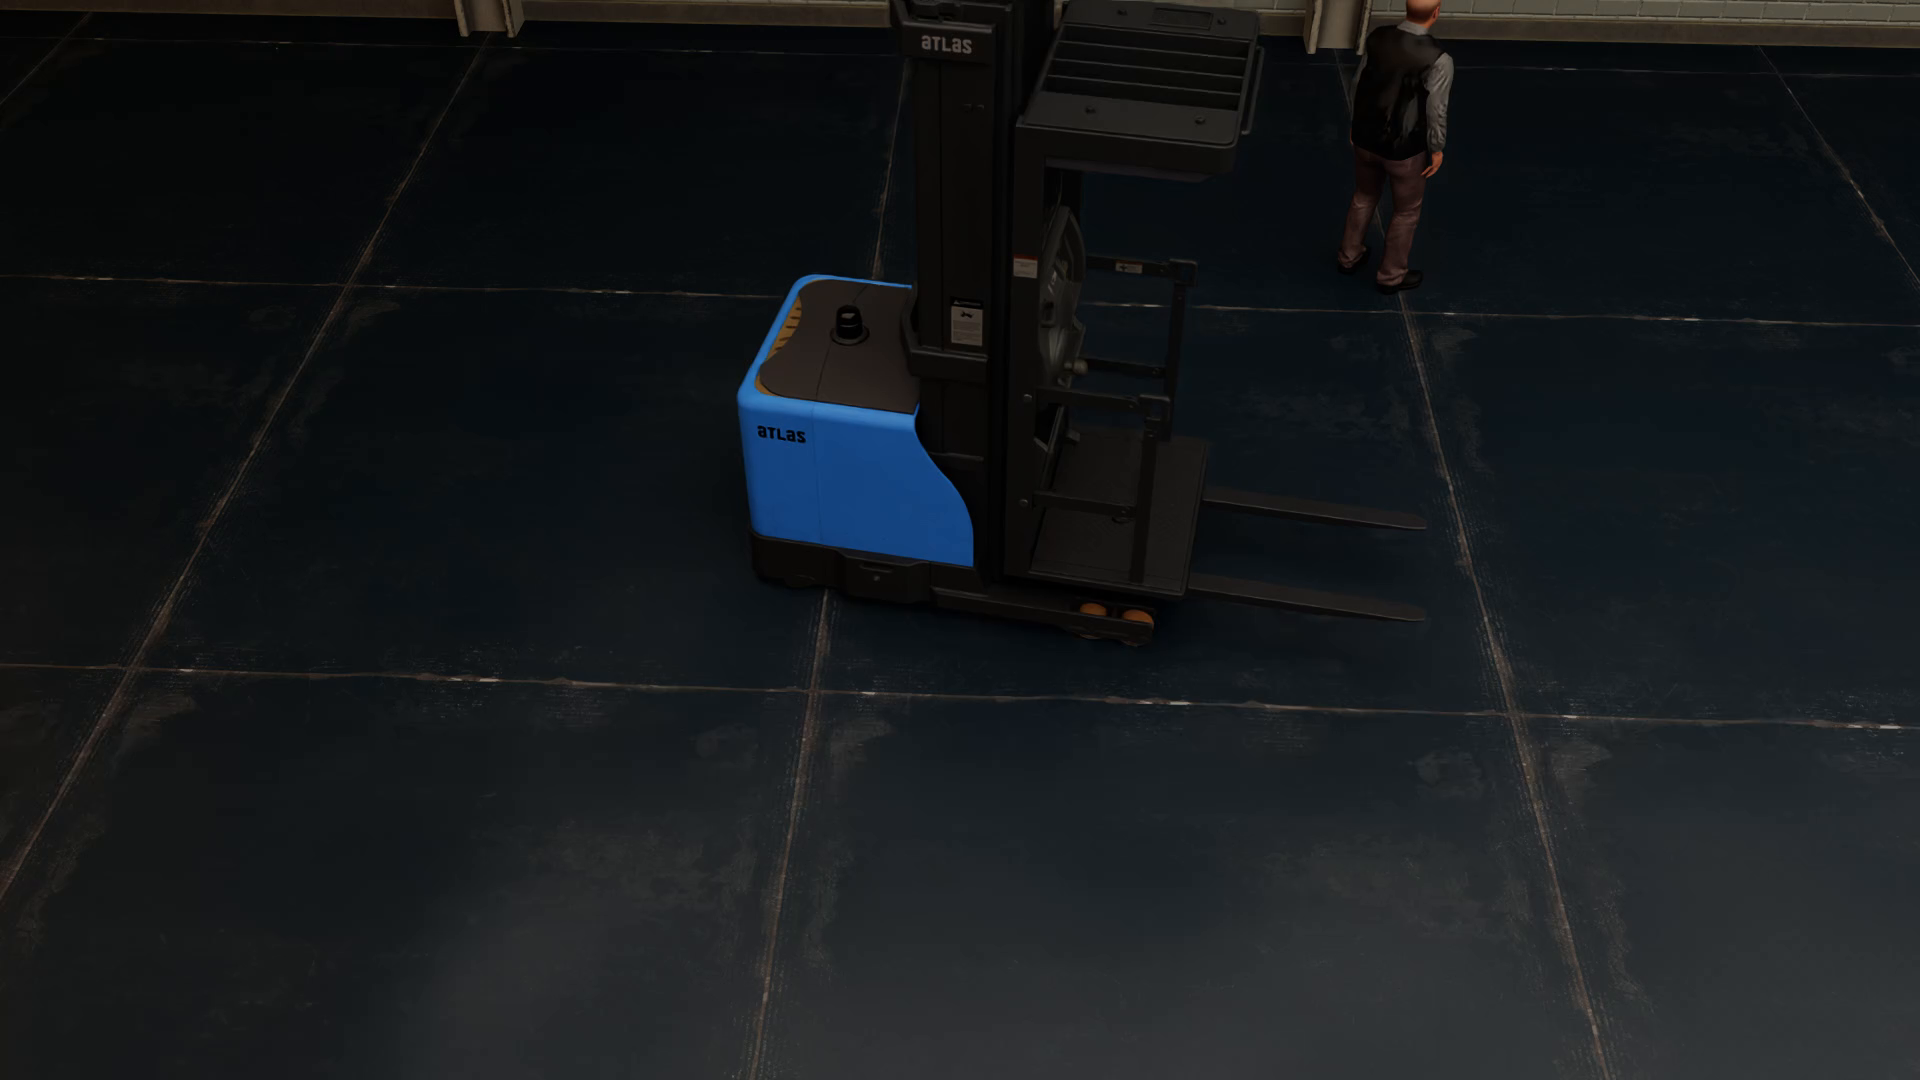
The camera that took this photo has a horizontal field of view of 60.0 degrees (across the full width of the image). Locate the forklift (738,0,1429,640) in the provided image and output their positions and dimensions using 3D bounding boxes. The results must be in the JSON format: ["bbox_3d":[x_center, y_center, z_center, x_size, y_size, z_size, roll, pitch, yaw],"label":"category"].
[{"bbox_3d":[0.613,-1.023,6.863,3.031,2.935,1.130,7,43,7],"label":"forklift"}]

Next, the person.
[{"bbox_3d":[2.342,-2.158,9.006,0.423,1.719,0.580,-33,52,-31],"label":"person"}]
